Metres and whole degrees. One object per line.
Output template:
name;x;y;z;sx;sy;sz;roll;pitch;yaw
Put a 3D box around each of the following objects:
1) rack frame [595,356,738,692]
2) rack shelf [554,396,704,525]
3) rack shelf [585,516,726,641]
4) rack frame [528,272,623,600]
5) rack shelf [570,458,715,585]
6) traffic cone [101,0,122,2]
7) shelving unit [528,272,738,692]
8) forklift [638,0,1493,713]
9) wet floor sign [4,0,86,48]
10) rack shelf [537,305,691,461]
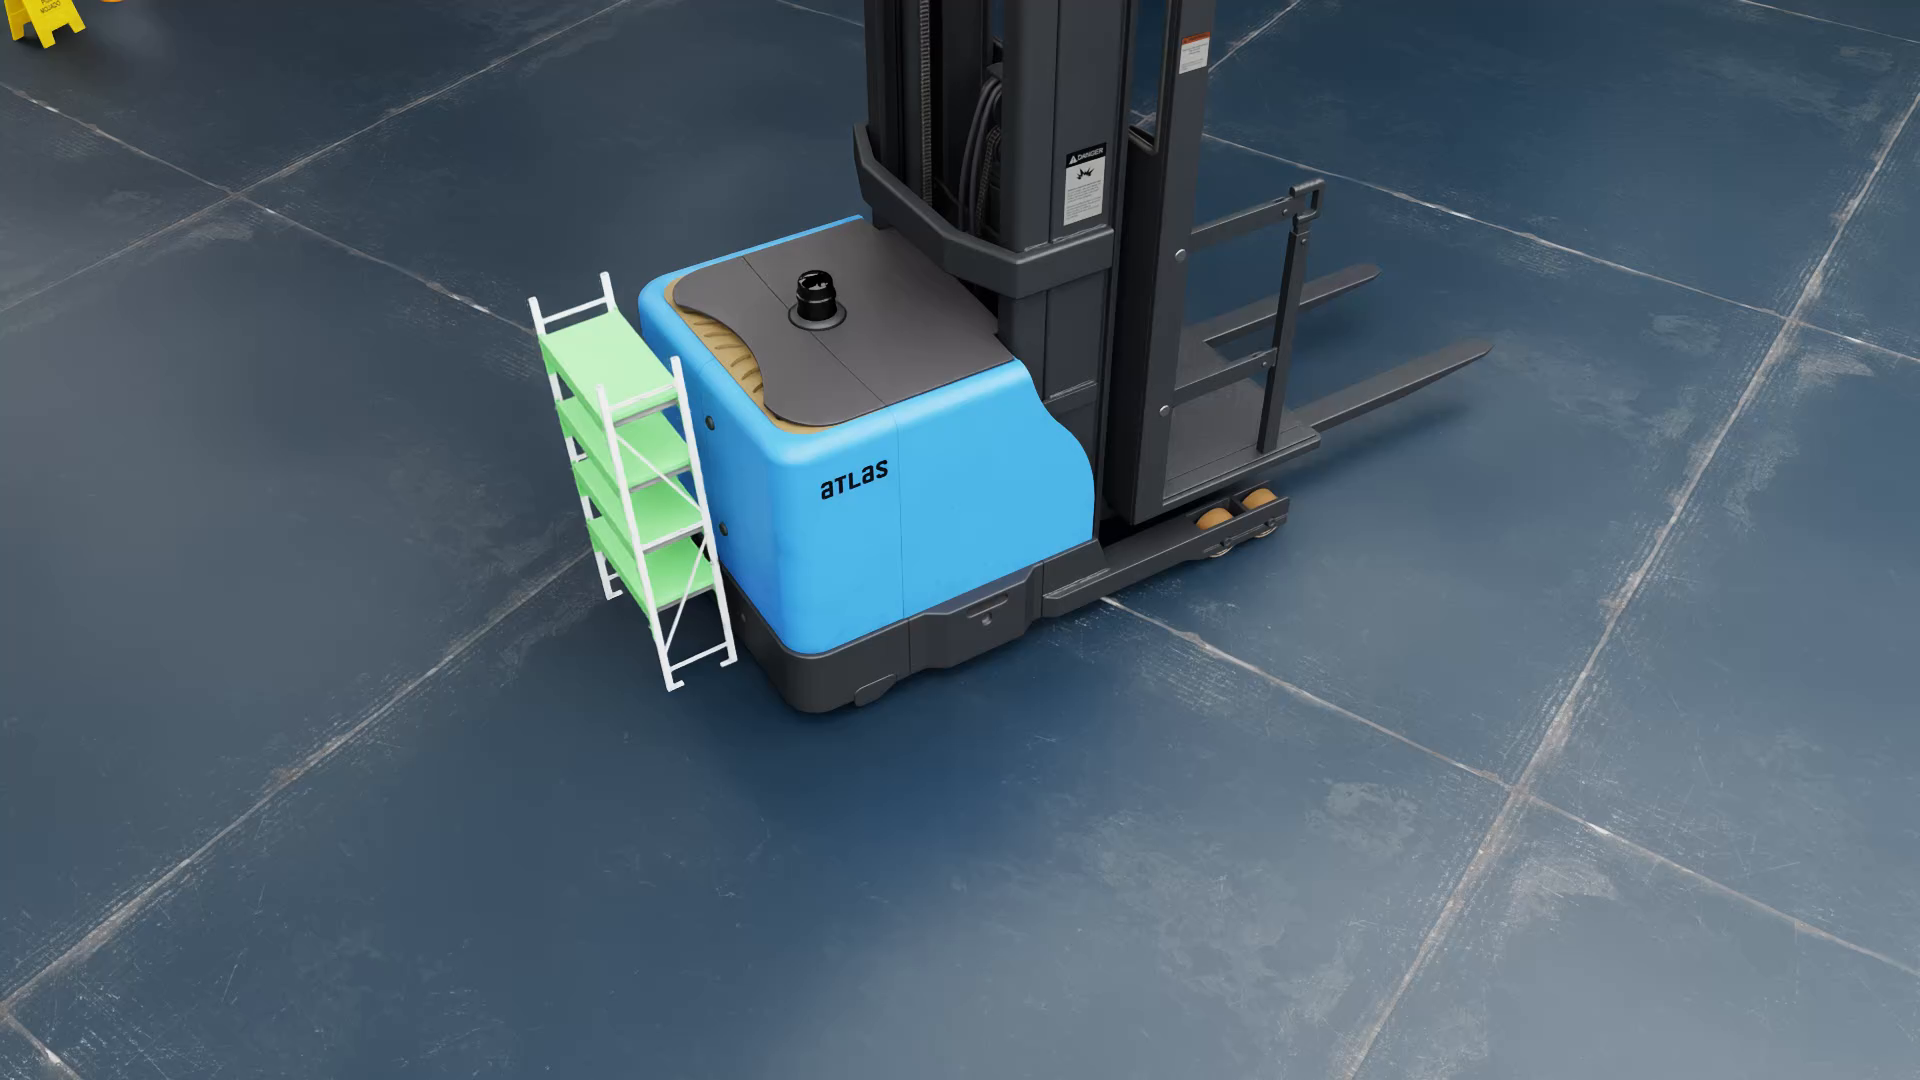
rack frame;-0.839;-0.011;4.854;0.240;1.200;0.015;-24;47;-21
rack shelf;-0.974;-0.278;4.888;0.258;0.148;0.480;-24;47;-21
rack shelf;-0.955;0.072;5.216;0.258;0.148;0.480;-24;47;-21
rack frame;-1.095;-0.288;5.163;0.240;1.200;0.015;-24;47;-21
rack shelf;-0.964;-0.103;5.052;0.258;0.148;0.480;-24;47;-21
traffic cone;-4.621;-3.216;8.997;0.334;0.463;0.336;25;48;25
shelving unit;-0.967;-0.150;5.008;0.258;1.200;0.503;-24;47;-21
forklift;0.537;-1.313;5.019;3.031;2.935;1.130;-22;46;-23
wet floor sign;-4.768;-2.889;8.495;0.232;0.644;0.267;17;45;18
rack shelf;-0.983;-0.453;4.724;0.258;0.148;0.480;-24;47;-21
